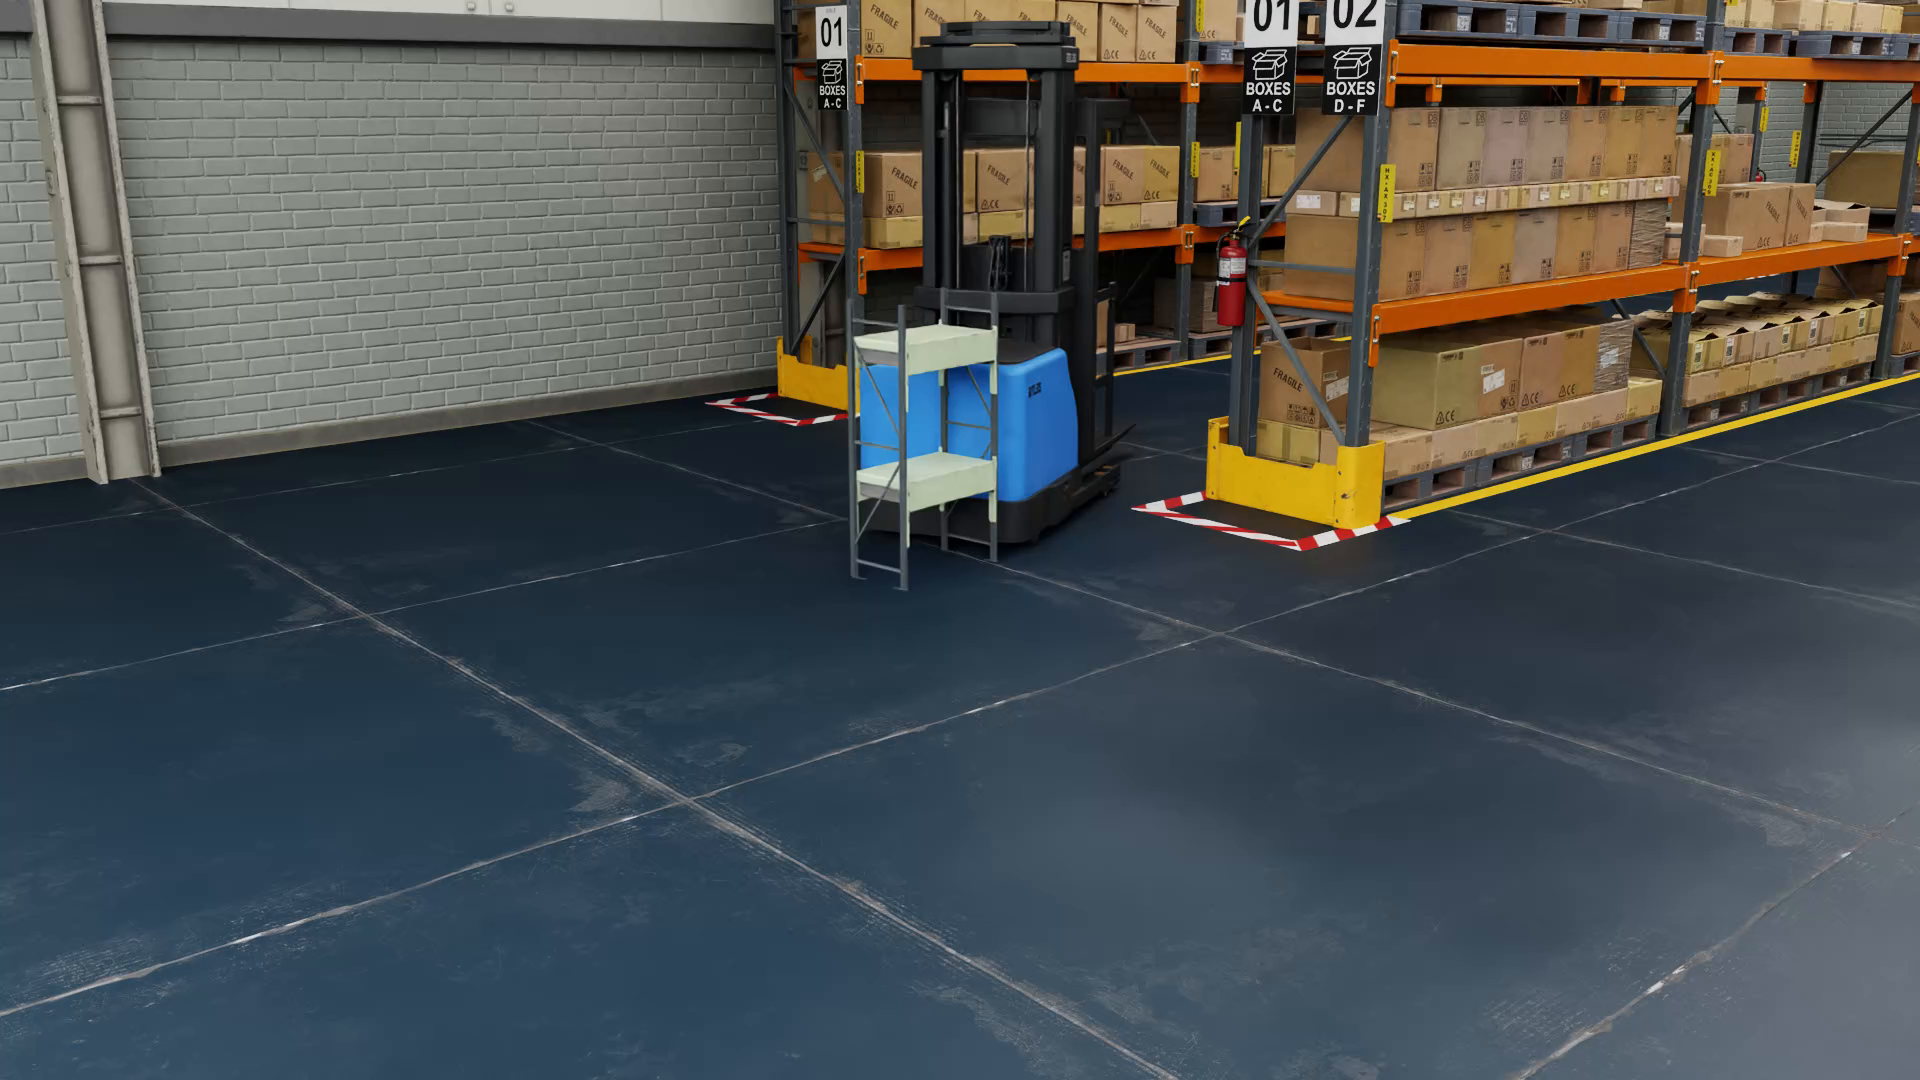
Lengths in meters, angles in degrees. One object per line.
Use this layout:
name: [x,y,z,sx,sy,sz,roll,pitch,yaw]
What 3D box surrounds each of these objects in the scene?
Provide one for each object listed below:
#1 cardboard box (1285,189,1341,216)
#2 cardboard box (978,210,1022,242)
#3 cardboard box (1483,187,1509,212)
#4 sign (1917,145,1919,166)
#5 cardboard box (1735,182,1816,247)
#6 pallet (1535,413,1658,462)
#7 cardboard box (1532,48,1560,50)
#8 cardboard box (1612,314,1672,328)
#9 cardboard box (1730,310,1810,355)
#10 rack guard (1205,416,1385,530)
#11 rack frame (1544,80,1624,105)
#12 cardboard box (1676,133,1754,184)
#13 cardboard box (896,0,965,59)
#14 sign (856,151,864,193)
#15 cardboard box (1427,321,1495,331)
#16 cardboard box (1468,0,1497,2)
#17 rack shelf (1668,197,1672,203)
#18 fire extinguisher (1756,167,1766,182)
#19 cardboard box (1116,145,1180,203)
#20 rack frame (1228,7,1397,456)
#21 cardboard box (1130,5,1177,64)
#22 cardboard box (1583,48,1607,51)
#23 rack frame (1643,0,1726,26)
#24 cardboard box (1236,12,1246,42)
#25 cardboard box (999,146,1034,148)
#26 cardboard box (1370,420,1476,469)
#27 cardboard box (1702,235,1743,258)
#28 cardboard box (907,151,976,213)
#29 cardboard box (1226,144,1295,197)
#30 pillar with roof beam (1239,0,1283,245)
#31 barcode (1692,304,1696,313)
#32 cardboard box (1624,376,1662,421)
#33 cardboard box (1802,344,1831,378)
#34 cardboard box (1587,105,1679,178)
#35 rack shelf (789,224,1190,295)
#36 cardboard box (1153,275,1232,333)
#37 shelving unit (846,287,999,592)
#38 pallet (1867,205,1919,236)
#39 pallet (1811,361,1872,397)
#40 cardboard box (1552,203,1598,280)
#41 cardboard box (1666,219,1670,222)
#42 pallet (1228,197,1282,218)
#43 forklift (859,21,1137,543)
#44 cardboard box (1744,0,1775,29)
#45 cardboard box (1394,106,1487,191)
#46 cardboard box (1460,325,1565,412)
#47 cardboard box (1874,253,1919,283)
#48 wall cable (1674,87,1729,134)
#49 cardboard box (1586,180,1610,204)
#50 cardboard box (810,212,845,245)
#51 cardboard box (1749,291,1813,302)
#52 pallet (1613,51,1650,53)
cardboard box: [2.264,-2.116,10.407,0.250,0.149,0.380,-13,20,-40]
cardboard box: [0.193,-2.750,14.484,0.500,0.250,0.500,-13,20,-40]
cardboard box: [3.316,-2.214,10.774,0.250,0.149,0.380,-14,20,-41]
sign: [8.502,-3.459,14.644,0.005,0.325,0.100,-13,19,-39]
cardboard box: [6.880,-2.768,14.107,0.500,0.500,0.500,-14,20,-42]
pallet: [4.491,-0.856,12.545,1.213,0.211,1.003,-13,19,-39]
cardboard box: [6.785,-6.124,20.006,0.500,0.500,0.700,-13,20,-40]
cardboard box: [5.624,-1.689,13.688,0.500,0.311,0.500,-12,19,-38]
cardboard box: [6.752,-1.757,13.944,0.500,0.311,0.500,-12,19,-38]
rack guard: [2.082,-0.440,10.430,0.348,0.500,1.175,-13,19,-39]
rack frame: [7.898,-4.649,21.341,0.127,3.000,1.000,-13,19,-39]
cardboard box: [10.538,-5.383,23.508,0.700,0.700,0.980,-12,19,-37]
cardboard box: [-0.309,-4.215,13.672,0.500,0.500,0.500,-11,19,-36]
sign: [-0.798,-2.928,13.223,0.005,0.325,0.100,-13,19,-39]
cardboard box: [3.432,-1.294,11.844,0.500,0.500,0.500,-13,19,-39]
cardboard box: [3.104,-3.415,10.313,0.250,0.149,0.380,-13,19,-39]
rack shelf: [9.407,-4.640,22.702,4.000,0.370,1.077,-13,19,-39]
fire extinguisher: [11.333,-5.044,23.695,0.183,0.674,0.296,-13,19,-39]
cardboard box: [1.710,-3.453,15.662,0.500,0.500,0.500,-13,20,-39]
rack frame: [2.100,-1.652,10.122,0.127,3.000,1.000,-13,19,-39]
cardboard box: [1.643,-4.666,15.363,0.500,0.500,0.500,-12,19,-38]
cardboard box: [8.261,-6.438,21.511,0.500,0.250,0.500,-12,19,-39]
rack frame: [5.118,-5.228,11.885,0.127,3.000,1.000,-13,19,-39]
cardboard box: [2.793,-5.084,16.516,0.500,0.311,0.500,-12,19,-38]
cardboard box: [0.599,-3.384,15.404,0.500,0.500,0.500,-12,19,-38]
cardboard box: [3.026,-0.659,10.921,0.500,0.250,0.500,-13,19,-39]
cardboard box: [5.921,-2.319,13.105,0.250,0.149,0.380,-13,19,-39]
cardboard box: [-0.217,-3.019,14.040,0.500,0.500,0.500,-13,19,-39]
cardboard box: [3.172,-3.845,17.285,0.500,0.500,0.700,-10,18,-32]
pillar with roof beam: [6.158,-5.980,14.698,0.400,9.000,9.100,-13,19,-39]
barcode: [5.584,-1.761,12.660,0.075,0.075,0.001,-13,19,-39]
cardboard box: [4.912,-1.083,12.507,0.500,0.250,0.500,-13,19,-39]
cardboard box: [7.131,-1.573,14.339,0.500,0.250,0.500,-12,19,-38]
cardboard box: [4.787,-2.928,12.193,0.500,0.500,0.700,-13,19,-39]
rack shelf: [0.355,-2.607,15.092,4.000,0.370,1.077,-13,19,-39]
cardboard box: [2.408,-2.426,17.012,0.500,0.500,0.700,-12,19,-38]
shelving unit: [-0.191,-0.558,8.932,0.431,1.500,0.755,13,20,39]
pallet: [8.601,-3.043,15.702,1.003,0.211,1.213,-13,19,-39]
pallet: [7.489,-1.528,15.062,1.213,0.211,1.003,-13,19,-39]
cardboard box: [4.013,-2.127,11.706,0.500,0.500,0.700,-12,19,-39]
cardboard box: [9.654,-4.385,23.128,0.250,0.149,0.380,-12,19,-39]
pallet: [3.414,-3.535,17.544,1.213,0.211,1.003,-13,19,-39]
forklift: [0.417,-1.732,10.555,1.130,2.935,3.031,6,16,21]
cardboard box: [6.002,-4.105,12.971,0.500,0.250,0.500,14,20,42]
cardboard box: [2.894,-2.503,10.600,0.500,0.500,0.700,-13,20,-41]
cardboard box: [3.784,-1.190,11.454,0.500,0.500,0.500,-13,19,-39]
cardboard box: [9.496,-2.763,16.820,0.500,0.250,0.500,-13,20,-40]
wall cable: [11.261,-6.218,25.248,1.851,1.984,0.084,-13,19,-39]
cardboard box: [4.285,-2.432,11.590,0.250,0.149,0.380,-13,20,-40]
cardboard box: [-0.929,-2.670,14.185,0.500,0.250,0.500,-12,19,-39]
cardboard box: [7.548,-2.121,15.306,0.500,0.311,0.500,-12,19,-38]
pallet: [8.522,-6.192,21.476,1.213,0.211,1.003,-13,19,-39]
